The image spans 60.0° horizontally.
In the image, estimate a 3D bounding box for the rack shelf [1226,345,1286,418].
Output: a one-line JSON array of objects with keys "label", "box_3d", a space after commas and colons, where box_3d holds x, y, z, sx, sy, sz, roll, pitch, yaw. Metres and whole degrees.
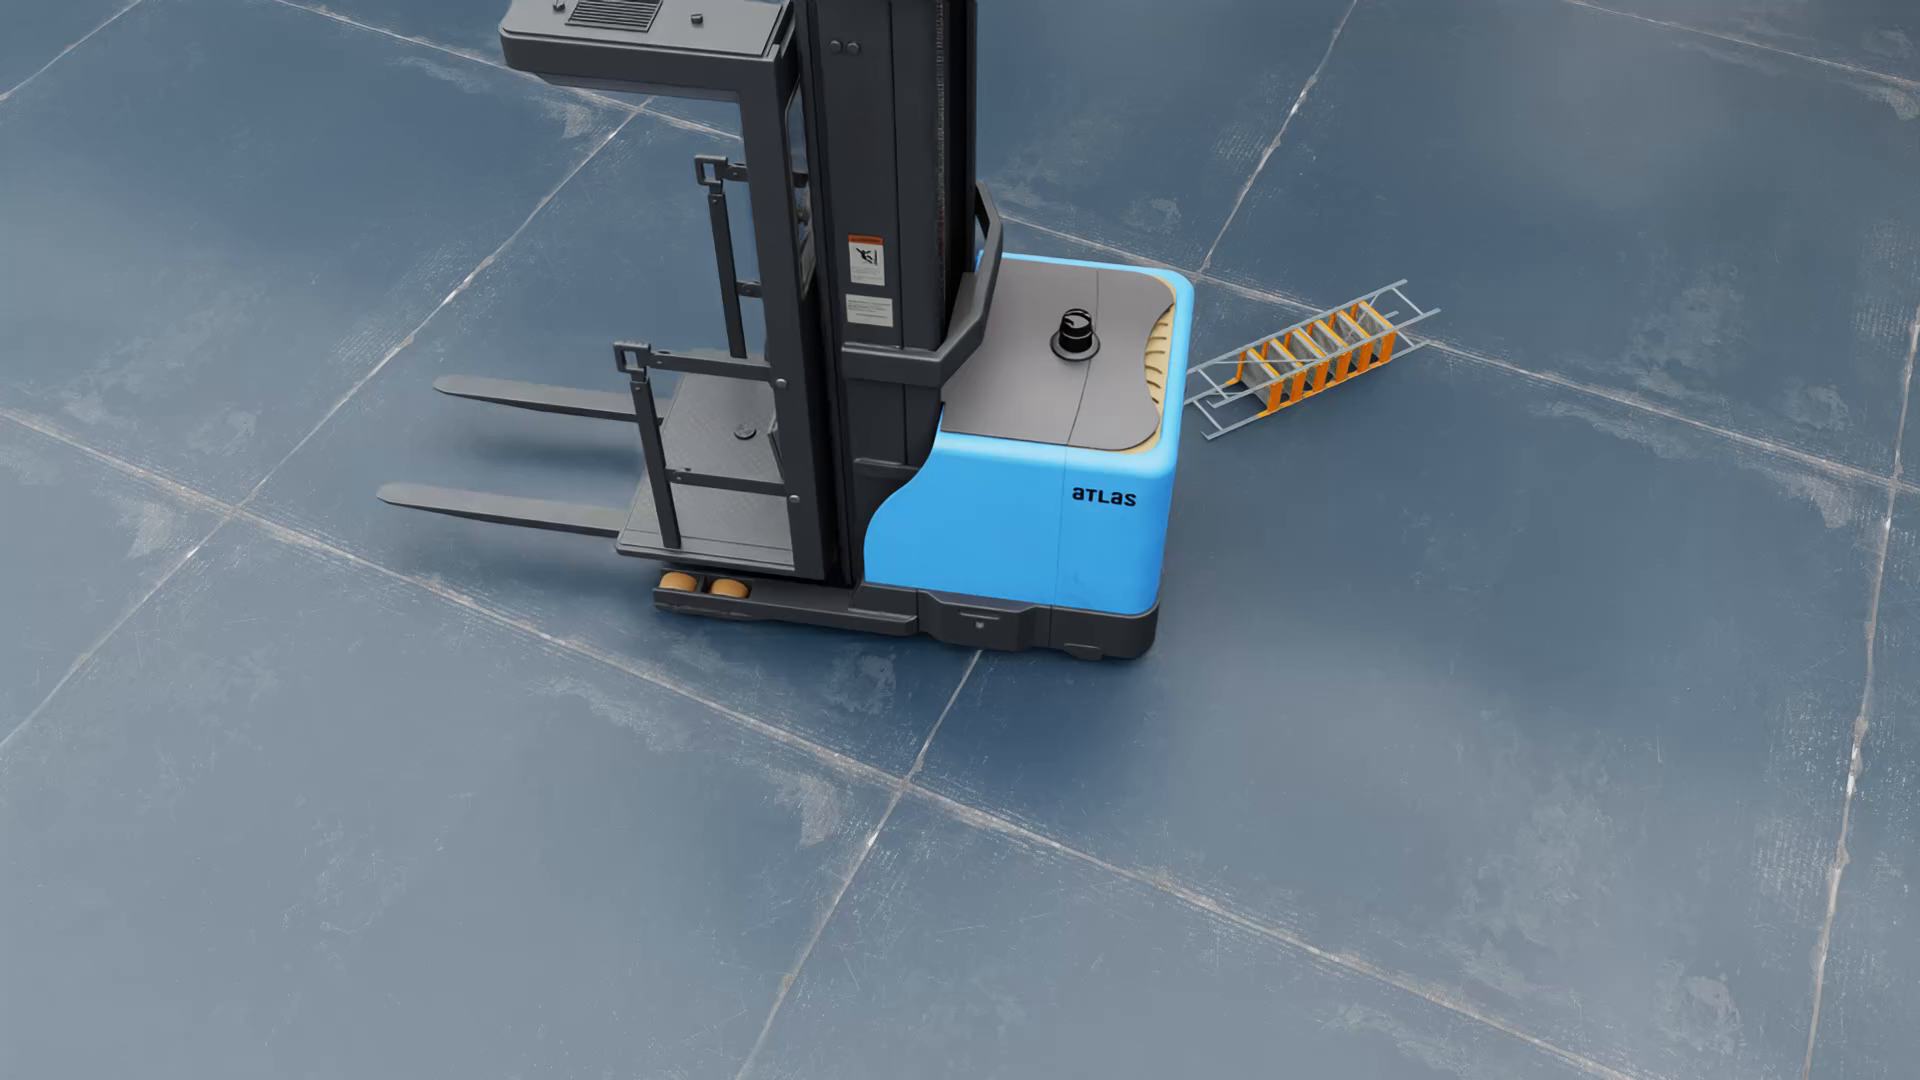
[{"label": "rack shelf", "box_3d": [1.245, -0.671, 7.005, 0.103, 0.180, 0.258, -24, 54, -19]}]

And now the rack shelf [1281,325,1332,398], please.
[{"label": "rack shelf", "box_3d": [1.452, -0.762, 7.084, 0.103, 0.180, 0.258, -24, 54, -19]}]

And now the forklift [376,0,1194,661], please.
[{"label": "forklift", "box_3d": [-0.708, -1.038, 5.524, 3.031, 2.935, 1.130, 7, 50, 6]}]

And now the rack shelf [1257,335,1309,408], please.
[{"label": "rack shelf", "box_3d": [1.349, -0.717, 7.045, 0.103, 0.180, 0.258, -24, 54, -19]}]

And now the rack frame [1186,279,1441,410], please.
[{"label": "rack frame", "box_3d": [1.491, -0.838, 7.029, 1.200, 0.006, 0.240, -24, 54, -19]}]

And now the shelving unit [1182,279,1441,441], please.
[{"label": "shelving unit", "box_3d": [1.491, -0.779, 7.099, 1.200, 0.189, 0.258, -24, 54, -19]}]

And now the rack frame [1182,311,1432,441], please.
[{"label": "rack frame", "box_3d": [1.490, -0.719, 7.168, 1.200, 0.006, 0.240, -24, 54, -19]}]

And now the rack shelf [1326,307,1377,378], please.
[{"label": "rack shelf", "box_3d": [1.660, -0.852, 7.163, 0.103, 0.180, 0.258, -24, 54, -19]}]

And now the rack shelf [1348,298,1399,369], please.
[{"label": "rack shelf", "box_3d": [1.764, -0.898, 7.203, 0.103, 0.180, 0.258, -24, 54, -19]}]

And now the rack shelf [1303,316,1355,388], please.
[{"label": "rack shelf", "box_3d": [1.556, -0.807, 7.124, 0.103, 0.180, 0.258, -24, 54, -19]}]
